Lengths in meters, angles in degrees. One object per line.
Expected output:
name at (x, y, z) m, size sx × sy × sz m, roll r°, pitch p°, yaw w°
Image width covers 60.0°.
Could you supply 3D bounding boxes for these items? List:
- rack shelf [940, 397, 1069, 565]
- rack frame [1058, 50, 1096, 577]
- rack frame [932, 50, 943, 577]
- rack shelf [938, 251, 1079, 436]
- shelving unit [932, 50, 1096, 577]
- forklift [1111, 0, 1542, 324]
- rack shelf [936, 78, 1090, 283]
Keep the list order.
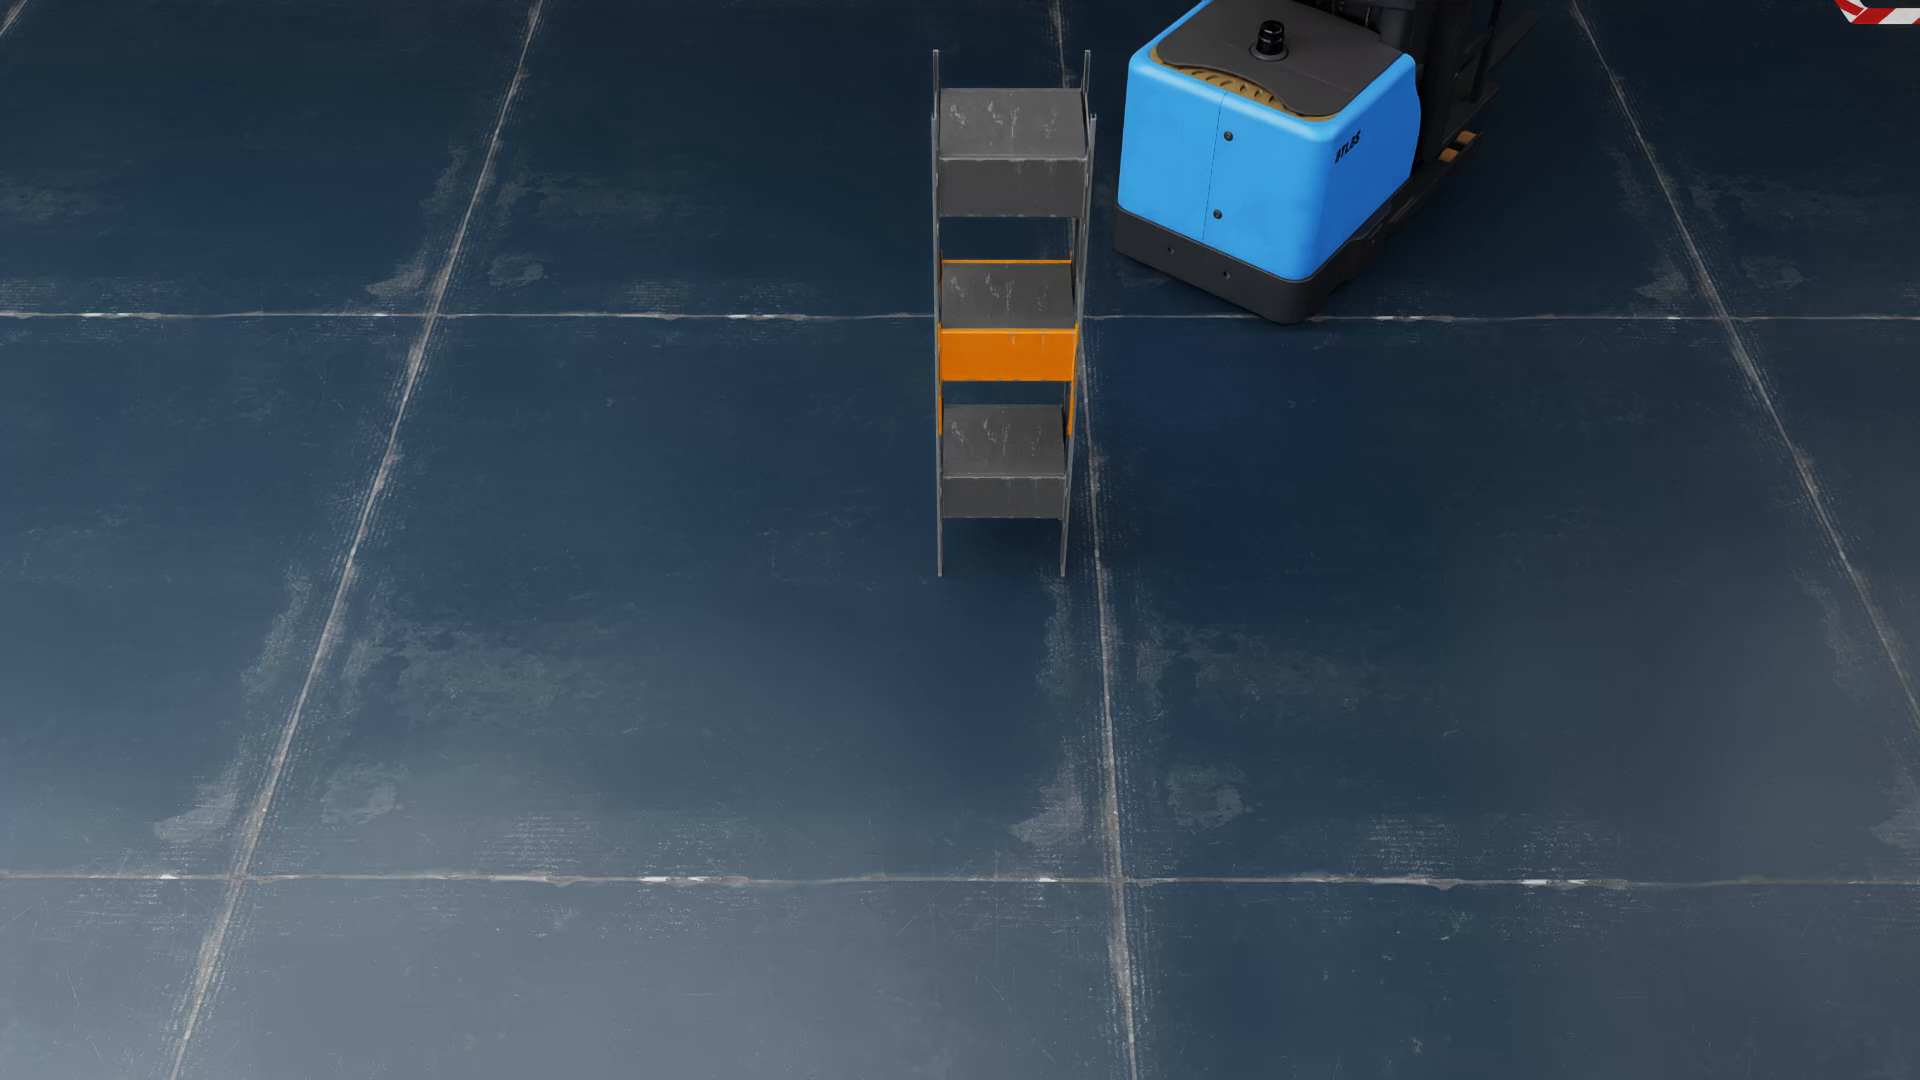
rack shelf at (0.166, -0.229, 6.503) m, size 0.480 × 0.518 × 0.431 m, roll 0°, pitch 47°, yaw 0°
rack frame at (0.410, -0.714, 5.980) m, size 0.015 × 2.100 × 0.400 m, roll 0°, pitch 47°, yaw 0°
rack frame at (-0.078, -0.716, 5.982) m, size 0.015 × 2.100 × 0.400 m, roll 0°, pitch 47°, yaw 0°
rack shelf at (0.166, -0.706, 5.991) m, size 0.480 × 0.518 × 0.431 m, roll 0°, pitch 47°, yaw 0°
shelving unit at (0.166, -0.715, 5.981) m, size 0.503 × 2.100 × 0.431 m, roll 0°, pitch 47°, yaw 0°
forklift at (2.017, -3.015, 7.554) m, size 1.130 × 2.935 × 3.031 m, roll 29°, pitch 53°, yaw 24°
rack shelf at (0.166, -1.183, 5.479) m, size 0.480 × 0.518 × 0.431 m, roll 0°, pitch 47°, yaw 0°
